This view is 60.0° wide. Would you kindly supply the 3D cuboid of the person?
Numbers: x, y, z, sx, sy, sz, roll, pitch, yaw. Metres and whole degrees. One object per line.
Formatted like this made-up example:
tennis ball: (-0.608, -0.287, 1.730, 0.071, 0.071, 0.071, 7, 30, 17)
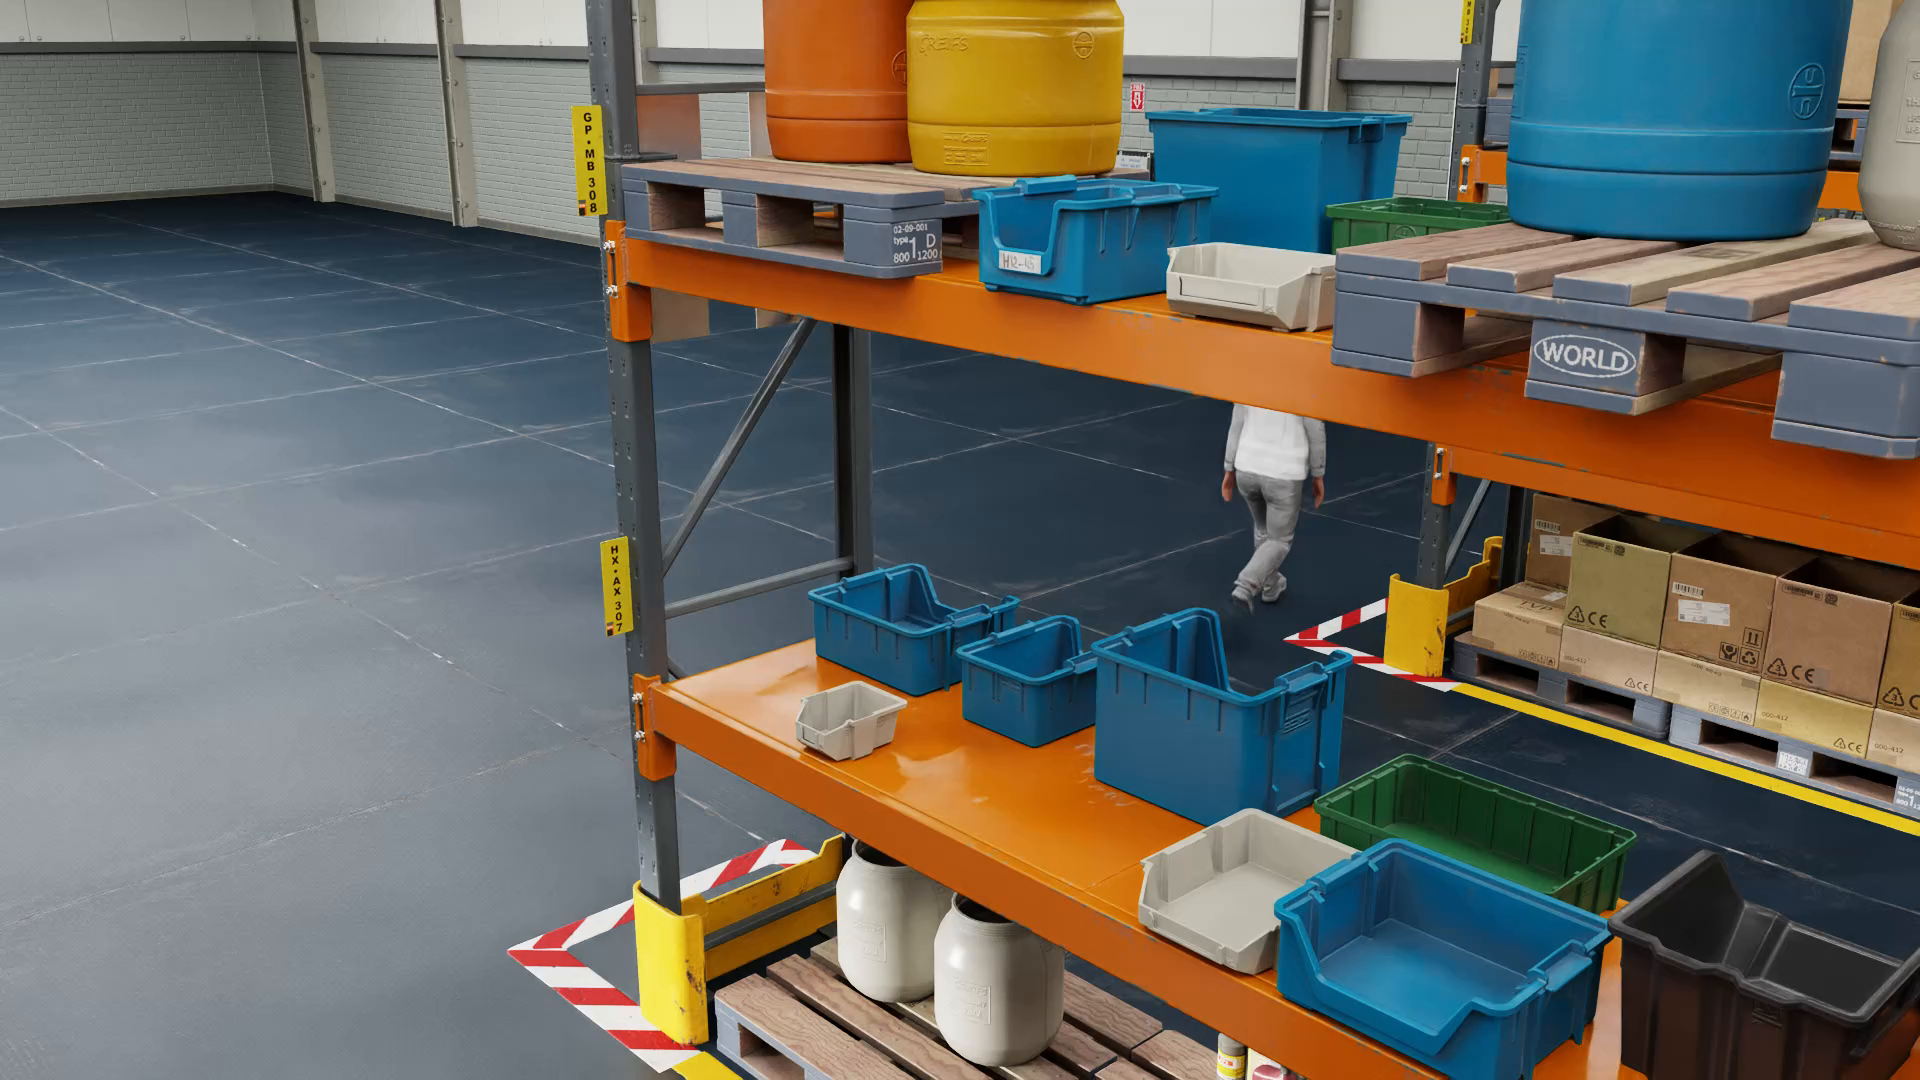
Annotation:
person: (1.832, -0.389, 9.782, 0.618, 1.729, 0.951, 11, 20, 31)
